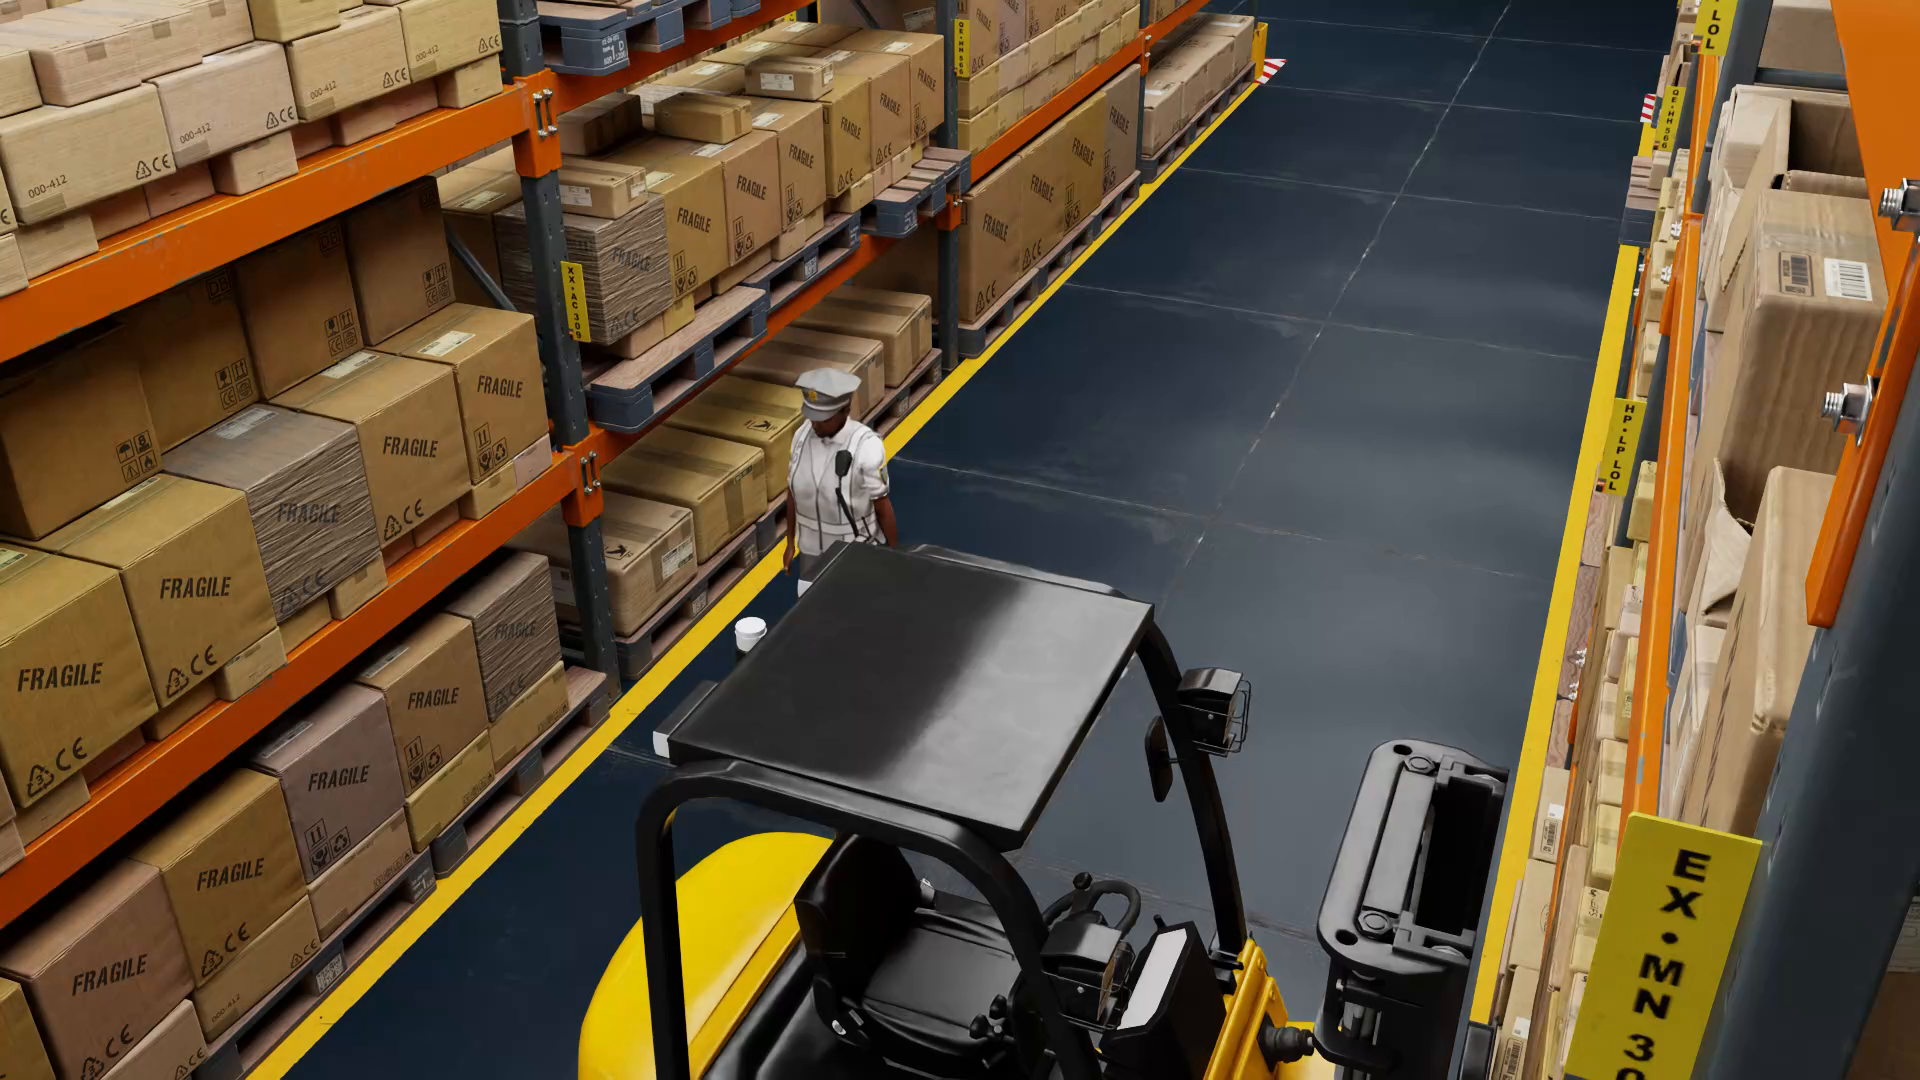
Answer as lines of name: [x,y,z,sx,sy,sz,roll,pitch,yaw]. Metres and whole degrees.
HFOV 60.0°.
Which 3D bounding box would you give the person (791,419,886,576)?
person: [-0.513,0.135,7.022,0.393,1.366,0.350,16,33,26]
